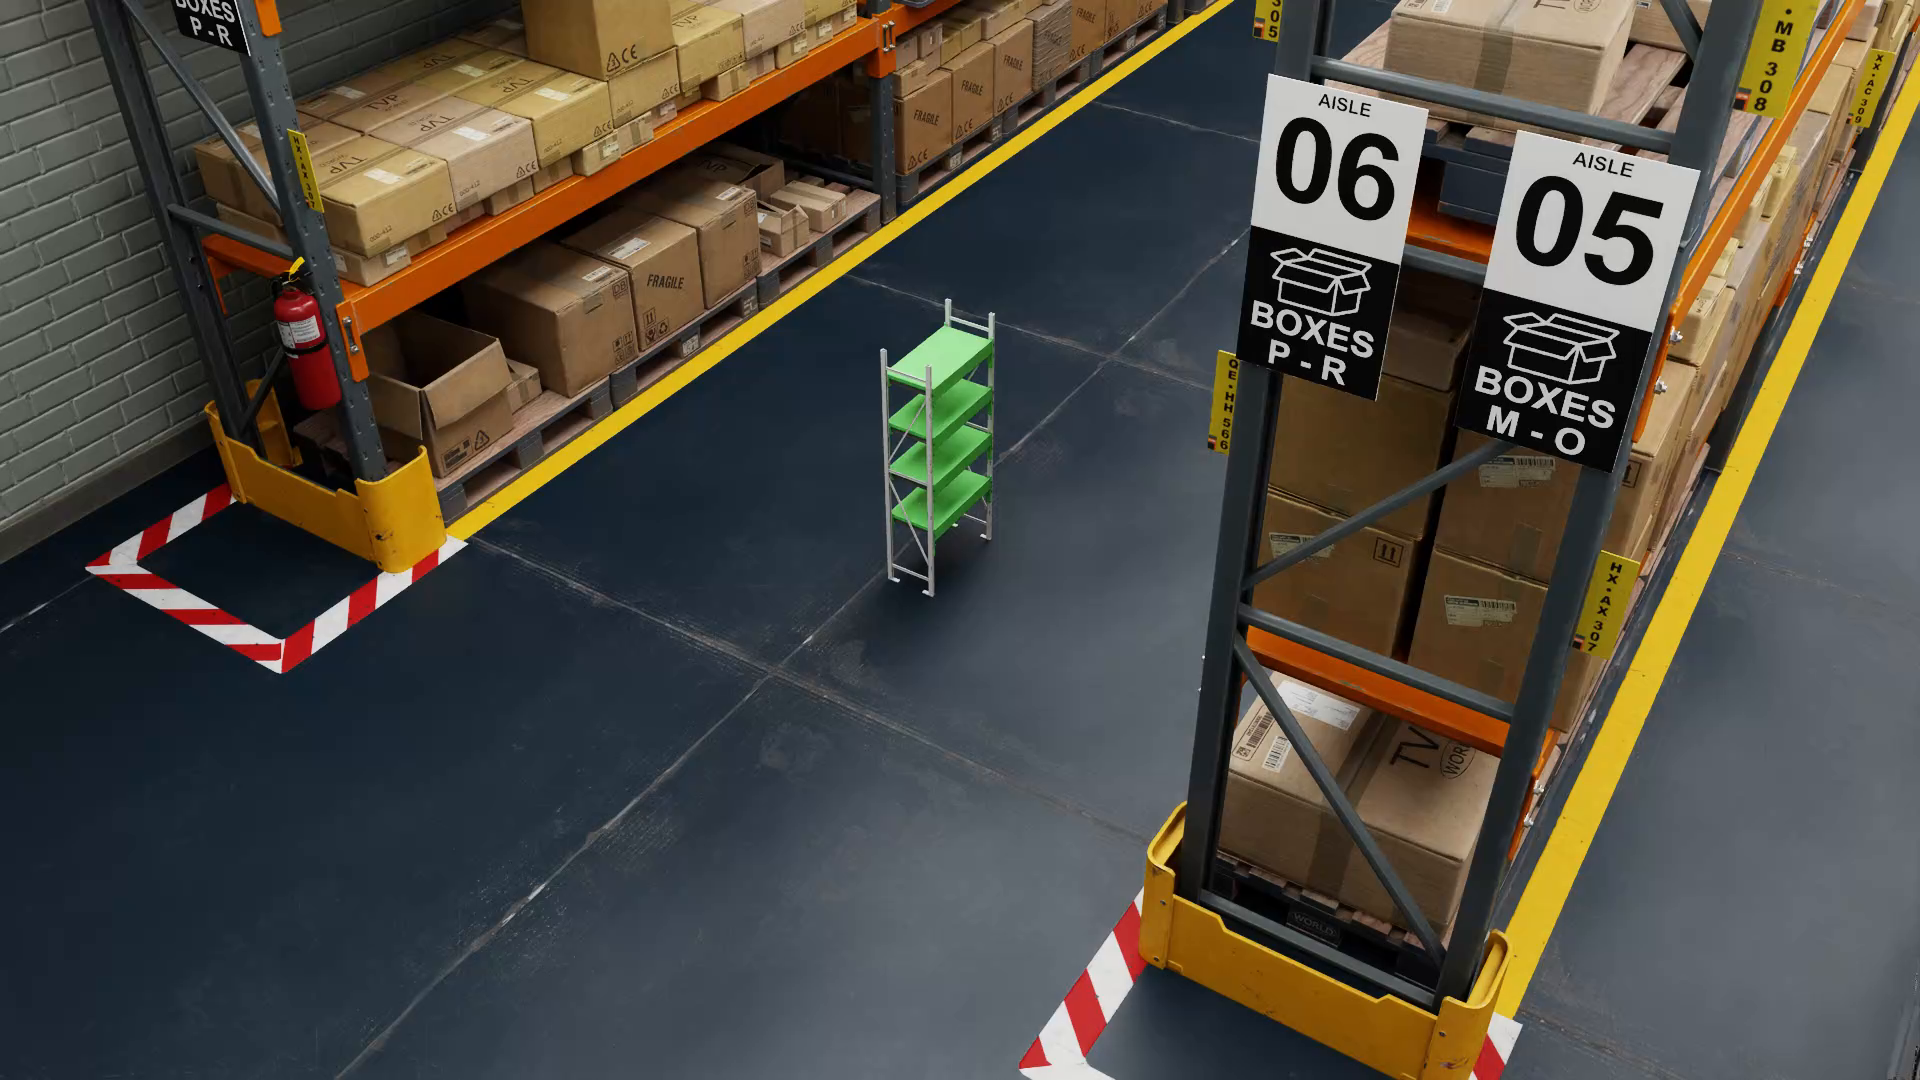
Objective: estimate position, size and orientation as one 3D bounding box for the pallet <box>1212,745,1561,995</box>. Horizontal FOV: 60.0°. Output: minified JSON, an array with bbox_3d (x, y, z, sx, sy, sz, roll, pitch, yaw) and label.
[{"bbox_3d":[1.564,1.028,6.244,1.003,0.211,1.213,21,42,25],"label":"pallet"}]

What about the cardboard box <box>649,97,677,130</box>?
[{"bbox_3d":[-1.648,-2.186,8.335,0.380,0.149,0.250,21,42,25],"label":"cardboard box"}]

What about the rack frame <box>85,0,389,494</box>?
[{"bbox_3d":[-2.991,-1.260,6.928,1.000,3.000,0.127,21,42,25],"label":"rack frame"}]

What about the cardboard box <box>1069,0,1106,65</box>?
[{"bbox_3d":[0.695,-3.747,11.858,0.500,0.500,0.500,23,43,27],"label":"cardboard box"}]

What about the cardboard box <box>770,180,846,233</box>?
[{"bbox_3d":[-0.899,-1.977,9.848,0.380,0.149,0.250,20,42,24],"label":"cardboard box"}]

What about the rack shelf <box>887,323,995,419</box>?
[{"bbox_3d":[-0.089,-0.719,7.019,0.258,0.148,0.480,21,42,25],"label":"rack shelf"}]

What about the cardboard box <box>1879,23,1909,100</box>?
[{"bbox_3d":[4.643,-2.563,8.741,0.500,0.250,0.500,20,42,24],"label":"cardboard box"}]

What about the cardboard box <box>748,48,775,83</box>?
[{"bbox_3d":[-1.209,-2.567,8.828,0.380,0.149,0.250,22,43,26],"label":"cardboard box"}]

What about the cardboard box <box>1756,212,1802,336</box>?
[{"bbox_3d":[3.041,-1.151,6.704,0.500,0.500,0.500,20,42,24],"label":"cardboard box"}]

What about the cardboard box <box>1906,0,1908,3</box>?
[{"bbox_3d":[4.615,-3.067,8.371,0.500,0.500,0.500,20,42,24],"label":"cardboard box"}]

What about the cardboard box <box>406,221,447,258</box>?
[{"bbox_3d":[-2.486,-1.387,7.298,0.380,0.149,0.250,22,43,26],"label":"cardboard box"}]

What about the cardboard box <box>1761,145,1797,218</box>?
[{"bbox_3d":[2.492,-1.209,5.430,0.380,0.149,0.250,20,42,24],"label":"cardboard box"}]

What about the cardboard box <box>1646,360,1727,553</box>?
[{"bbox_3d":[2.237,-0.358,5.676,0.500,0.500,0.500,21,42,25],"label":"cardboard box"}]

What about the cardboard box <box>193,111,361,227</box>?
[{"bbox_3d":[-2.969,-1.643,7.303,0.500,0.250,0.500,22,43,26],"label":"cardboard box"}]

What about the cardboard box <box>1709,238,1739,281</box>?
[{"bbox_3d":[2.068,-0.820,4.925,0.380,0.149,0.250,20,42,24],"label":"cardboard box"}]

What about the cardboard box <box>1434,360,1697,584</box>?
[{"bbox_3d":[1.700,-0.229,4.689,0.500,0.500,0.500,20,42,24],"label":"cardboard box"}]

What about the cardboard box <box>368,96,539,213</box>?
[{"bbox_3d":[-2.251,-1.725,7.410,0.500,0.250,0.500,22,43,26],"label":"cardboard box"}]

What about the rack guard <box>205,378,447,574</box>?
[{"bbox_3d":[-2.951,-0.310,7.742,1.175,0.500,0.348,21,42,25],"label":"rack guard"}]

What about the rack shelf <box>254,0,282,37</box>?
[{"bbox_3d":[-1.920,-3.195,7.570,1.077,0.370,4.000,21,42,25],"label":"rack shelf"}]

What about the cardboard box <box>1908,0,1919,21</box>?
[{"bbox_3d":[4.914,-3.033,8.940,0.500,0.250,0.500,20,42,24],"label":"cardboard box"}]

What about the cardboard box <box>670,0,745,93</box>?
[{"bbox_3d":[-1.449,-2.523,8.445,0.500,0.250,0.500,21,42,25],"label":"cardboard box"}]

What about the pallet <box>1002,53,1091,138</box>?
[{"bbox_3d":[0.208,-3.281,11.834,1.003,0.211,1.213,21,42,25],"label":"pallet"}]

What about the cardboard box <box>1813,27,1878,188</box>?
[{"bbox_3d":[3.325,-1.803,6.731,0.500,0.500,0.500,21,42,25],"label":"cardboard box"}]

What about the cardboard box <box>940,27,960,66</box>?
[{"bbox_3d":[-0.221,-3.158,10.562,0.380,0.149,0.250,19,42,23],"label":"cardboard box"}]

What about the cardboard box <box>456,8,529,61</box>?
[{"bbox_3d":[-2.142,-2.431,8.326,0.500,0.250,0.500,21,42,25],"label":"cardboard box"}]

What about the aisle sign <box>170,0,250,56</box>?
[{"bbox_3d":[-2.780,-2.159,5.964,0.394,0.787,0.004,21,42,25],"label":"aisle sign"}]

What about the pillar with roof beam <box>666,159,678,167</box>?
[{"bbox_3d":[1.653,-4.226,5.862,9.100,9.000,0.400,21,42,25],"label":"pillar with roof beam"}]

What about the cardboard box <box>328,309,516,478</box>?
[{"bbox_3d":[-2.584,-0.722,7.931,0.797,0.503,0.637,19,42,23],"label":"cardboard box"}]

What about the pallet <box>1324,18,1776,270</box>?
[{"bbox_3d":[1.590,-1.178,4.436,1.003,0.211,1.213,21,42,25],"label":"pallet"}]

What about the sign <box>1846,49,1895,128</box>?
[{"bbox_3d":[3.814,-1.894,6.977,0.100,0.325,0.005,21,42,25],"label":"sign"}]

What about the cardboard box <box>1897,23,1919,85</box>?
[{"bbox_3d":[6.188,-3.560,11.719,0.950,0.372,0.625,20,42,24],"label":"cardboard box"}]

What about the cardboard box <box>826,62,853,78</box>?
[{"bbox_3d":[-0.895,-3.040,10.409,0.380,0.149,0.250,19,42,23],"label":"cardboard box"}]

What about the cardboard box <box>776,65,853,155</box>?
[{"bbox_3d":[-0.835,-2.849,10.692,0.500,0.500,0.500,21,42,25],"label":"cardboard box"}]

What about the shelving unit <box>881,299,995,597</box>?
[{"bbox_3d":[-0.089,-0.390,7.273,0.258,1.200,0.503,21,42,25],"label":"shelving unit"}]

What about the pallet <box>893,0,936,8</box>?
[{"bbox_3d":[-0.328,-3.623,10.150,1.003,0.211,1.213,21,42,25],"label":"pallet"}]

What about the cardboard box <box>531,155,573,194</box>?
[{"bbox_3d":[-2.050,-1.783,7.812,0.380,0.149,0.250,22,43,26],"label":"cardboard box"}]

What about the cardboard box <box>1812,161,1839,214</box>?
[{"bbox_3d":[3.803,-1.782,7.728,0.500,0.250,0.500,20,42,24],"label":"cardboard box"}]

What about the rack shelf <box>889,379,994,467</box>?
[{"bbox_3d":[-0.089,-0.529,7.165,0.258,0.148,0.480,21,42,25],"label":"rack shelf"}]

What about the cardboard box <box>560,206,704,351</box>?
[{"bbox_3d":[-1.725,-1.389,8.798,0.500,0.500,0.500,22,43,26],"label":"cardboard box"}]

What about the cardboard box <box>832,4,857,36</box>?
[{"bbox_3d":[-0.806,-2.976,9.359,0.380,0.149,0.250,22,43,26],"label":"cardboard box"}]

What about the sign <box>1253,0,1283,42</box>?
[{"bbox_3d":[0.751,-1.331,3.902,0.100,0.325,0.005,21,42,25],"label":"sign"}]

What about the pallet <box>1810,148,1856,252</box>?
[{"bbox_3d":[5.002,-2.277,10.531,1.003,0.211,1.213,21,42,25],"label":"pallet"}]

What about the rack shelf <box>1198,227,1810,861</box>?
[{"bbox_3d":[2.273,-0.385,6.382,1.077,0.370,4.000,21,42,25],"label":"rack shelf"}]

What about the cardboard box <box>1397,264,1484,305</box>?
[{"bbox_3d":[1.341,-0.721,4.796,0.380,0.149,0.250,22,43,26],"label":"cardboard box"}]

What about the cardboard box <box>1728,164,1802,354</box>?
[{"bbox_3d":[2.506,-1.023,5.719,0.500,0.500,0.500,21,42,25],"label":"cardboard box"}]

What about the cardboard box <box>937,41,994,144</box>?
[{"bbox_3d":[-0.122,-2.952,10.826,0.500,0.500,0.500,21,42,25],"label":"cardboard box"}]

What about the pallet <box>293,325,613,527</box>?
[{"bbox_3d":[-2.524,-0.606,8.364,1.003,0.211,1.213,21,42,25],"label":"pallet"}]

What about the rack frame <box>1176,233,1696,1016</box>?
[{"bbox_3d":[1.202,0.361,4.825,1.000,3.000,0.127,21,42,25],"label":"rack frame"}]

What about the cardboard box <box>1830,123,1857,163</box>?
[{"bbox_3d":[3.819,-1.974,7.567,0.500,0.250,0.500,20,42,24],"label":"cardboard box"}]

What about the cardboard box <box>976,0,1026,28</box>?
[{"bbox_3d":[0.215,-3.547,11.067,0.380,0.149,0.250,23,43,27],"label":"cardboard box"}]

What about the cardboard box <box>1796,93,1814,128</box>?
[{"bbox_3d":[2.850,-1.628,5.972,0.380,0.149,0.250,21,42,25],"label":"cardboard box"}]
